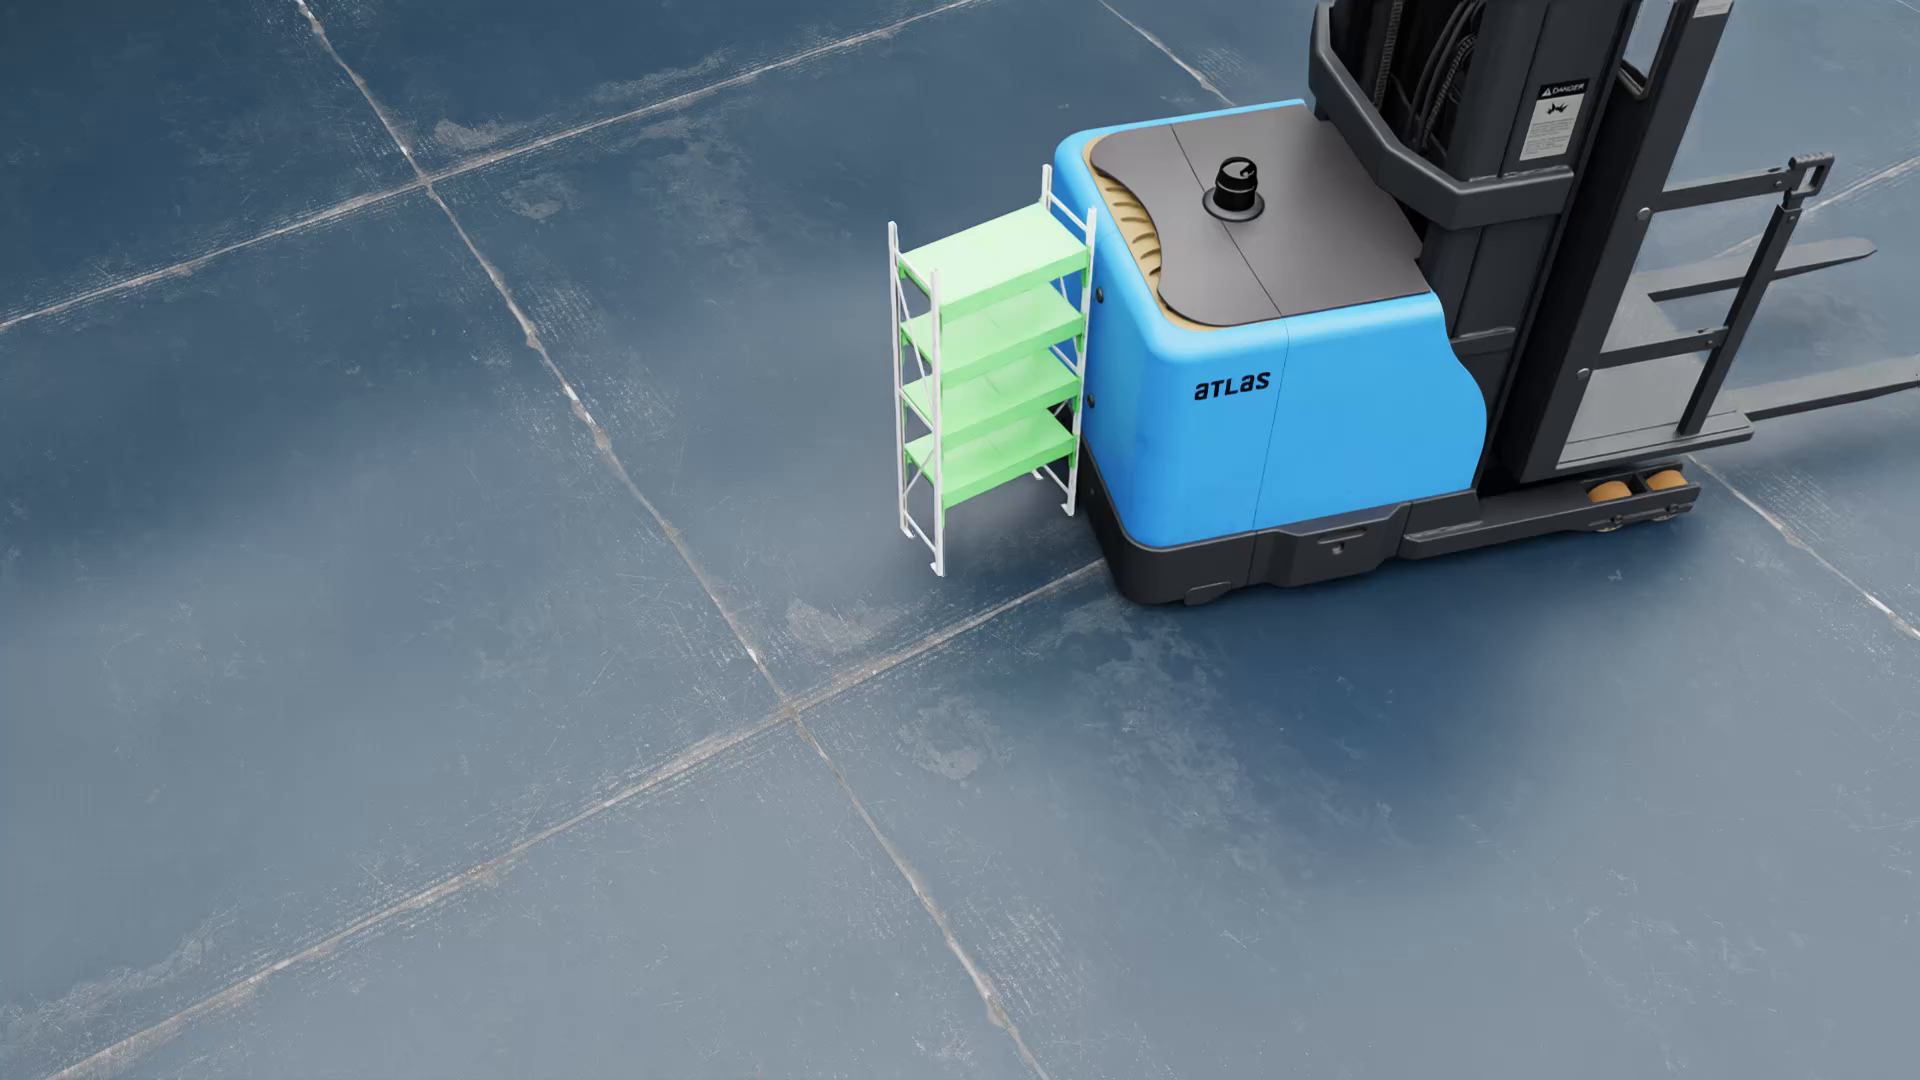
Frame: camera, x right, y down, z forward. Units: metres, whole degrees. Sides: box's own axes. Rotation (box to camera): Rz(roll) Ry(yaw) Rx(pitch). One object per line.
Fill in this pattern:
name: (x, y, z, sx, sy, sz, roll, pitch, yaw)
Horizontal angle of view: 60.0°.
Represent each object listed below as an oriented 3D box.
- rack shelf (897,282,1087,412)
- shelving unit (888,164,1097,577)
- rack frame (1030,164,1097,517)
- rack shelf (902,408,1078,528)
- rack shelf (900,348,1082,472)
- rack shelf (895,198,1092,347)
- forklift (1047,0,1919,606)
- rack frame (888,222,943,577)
rack shelf: (0.088, -0.575, 4.723, 0.480, 0.148, 0.258, -24, 53, -20)
shelving unit: (0.088, -0.458, 4.855, 0.503, 1.200, 0.258, -24, 53, -20)
rack frame: (0.296, -0.553, 4.939, 0.015, 1.200, 0.240, -24, 53, -20)
rack shelf: (0.088, -0.256, 5.082, 0.480, 0.148, 0.258, -24, 53, -20)
rack shelf: (0.088, -0.416, 4.902, 0.480, 0.148, 0.258, -24, 53, -20)
rack shelf: (0.088, -0.735, 4.544, 0.480, 0.148, 0.258, -24, 53, -20)
forklift: (1.838, -1.375, 4.512, 3.031, 2.935, 1.130, -11, 49, -9)
rack frame: (-0.121, -0.364, 4.770, 0.015, 1.200, 0.240, -24, 53, -20)
